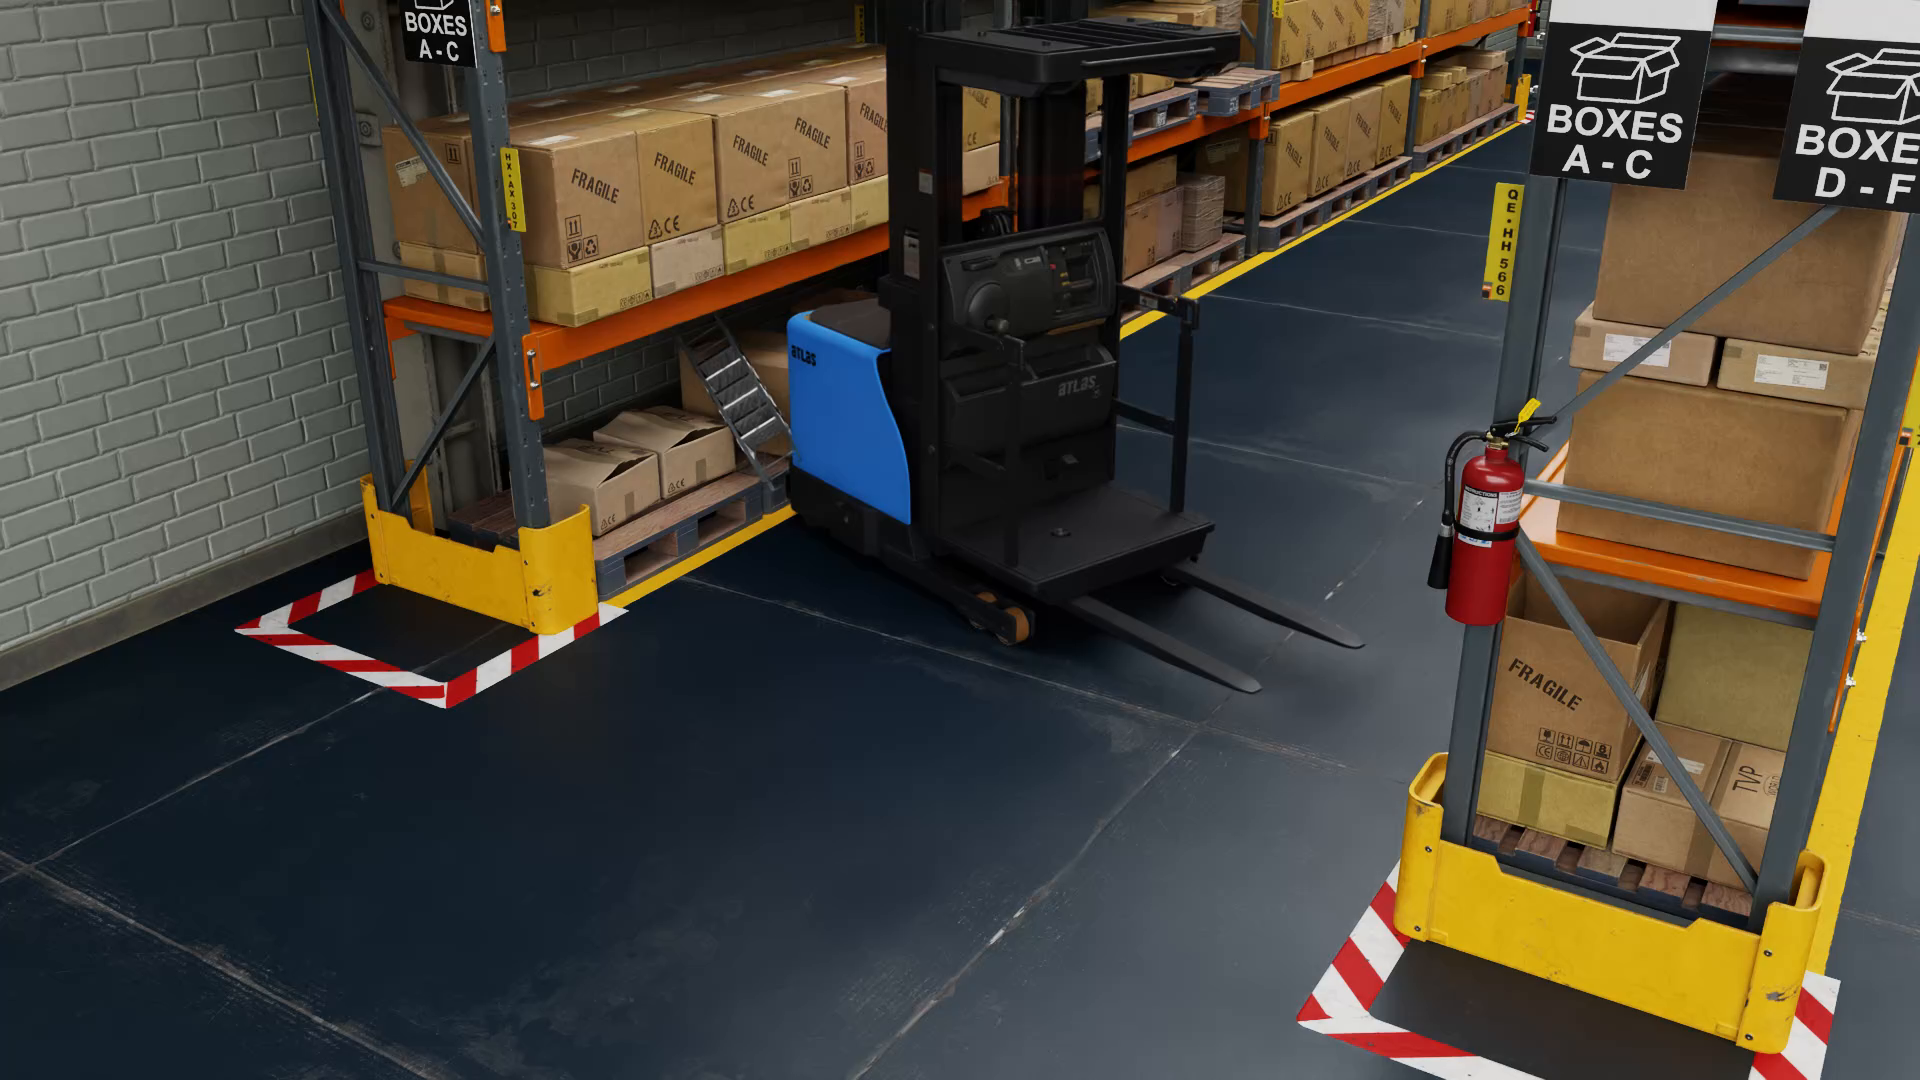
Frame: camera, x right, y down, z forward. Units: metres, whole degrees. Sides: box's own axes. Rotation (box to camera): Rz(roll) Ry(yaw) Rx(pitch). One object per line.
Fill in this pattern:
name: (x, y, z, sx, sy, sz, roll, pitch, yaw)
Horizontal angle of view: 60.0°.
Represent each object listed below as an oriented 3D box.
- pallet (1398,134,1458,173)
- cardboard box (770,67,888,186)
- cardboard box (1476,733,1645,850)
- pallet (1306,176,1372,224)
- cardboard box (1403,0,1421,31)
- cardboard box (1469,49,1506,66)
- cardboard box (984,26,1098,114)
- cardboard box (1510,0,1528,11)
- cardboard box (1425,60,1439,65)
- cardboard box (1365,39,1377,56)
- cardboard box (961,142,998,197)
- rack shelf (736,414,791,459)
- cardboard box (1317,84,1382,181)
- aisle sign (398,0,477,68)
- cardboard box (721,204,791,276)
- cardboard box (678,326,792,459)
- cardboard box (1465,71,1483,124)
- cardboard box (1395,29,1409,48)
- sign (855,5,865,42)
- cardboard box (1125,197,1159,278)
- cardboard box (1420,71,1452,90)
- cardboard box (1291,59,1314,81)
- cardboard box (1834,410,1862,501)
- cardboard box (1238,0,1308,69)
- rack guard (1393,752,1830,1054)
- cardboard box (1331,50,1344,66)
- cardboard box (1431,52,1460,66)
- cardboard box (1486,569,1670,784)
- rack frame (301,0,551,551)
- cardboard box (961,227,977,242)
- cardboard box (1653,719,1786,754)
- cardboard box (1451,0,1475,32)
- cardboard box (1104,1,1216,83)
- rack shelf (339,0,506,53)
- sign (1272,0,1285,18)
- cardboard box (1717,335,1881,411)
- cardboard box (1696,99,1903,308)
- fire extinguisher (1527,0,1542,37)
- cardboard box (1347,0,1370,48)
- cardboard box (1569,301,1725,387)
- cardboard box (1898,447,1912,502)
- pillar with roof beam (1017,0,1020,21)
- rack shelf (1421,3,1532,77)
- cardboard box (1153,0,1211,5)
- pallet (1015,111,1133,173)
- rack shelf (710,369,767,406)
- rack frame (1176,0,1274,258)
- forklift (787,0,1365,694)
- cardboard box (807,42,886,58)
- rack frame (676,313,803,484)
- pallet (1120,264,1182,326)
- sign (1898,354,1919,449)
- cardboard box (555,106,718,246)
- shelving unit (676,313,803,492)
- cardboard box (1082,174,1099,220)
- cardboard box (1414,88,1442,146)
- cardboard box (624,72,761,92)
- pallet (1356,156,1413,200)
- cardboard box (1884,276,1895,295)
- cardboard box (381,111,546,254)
pallet: (4.563, -4.115, 17.489, 1.003, 0.211, 1.213, 14, 27, 29)
cardboard box: (-0.645, -2.177, 8.722, 0.500, 0.500, 0.500, 13, 27, 27)
cardboard box: (2.007, 0.759, 5.653, 0.500, 0.250, 0.500, 14, 27, 29)
pallet: (3.109, -3.185, 15.341, 1.003, 0.211, 1.213, 14, 27, 29)
cardboard box: (4.066, -5.137, 15.815, 0.500, 0.500, 0.500, 13, 27, 28)
cardboard box: (6.008, -5.509, 19.001, 0.380, 0.149, 0.250, 14, 27, 28)
cardboard box: (0.473, -3.054, 10.848, 0.700, 0.500, 0.500, 17, 29, 34)
cardboard box: (5.944, -6.468, 19.037, 0.980, 0.700, 0.700, 15, 28, 31)
cardboard box: (5.016, -5.161, 18.197, 0.380, 0.149, 0.250, 13, 27, 28)
cardboard box: (3.594, -4.536, 15.244, 0.380, 0.149, 0.250, 14, 27, 29)
cardboard box: (-0.117, -2.171, 9.653, 0.500, 0.250, 0.500, 14, 27, 29)
rack shelf: (-0.983, -0.520, 8.386, 0.258, 0.077, 0.200, -32, -12, 0)
cardboard box: (3.396, -3.813, 15.460, 0.750, 0.750, 0.750, 15, 27, 31)
aisle sign: (-2.018, -2.210, 6.307, 0.394, 0.787, 0.004, 14, 27, 29)
cardboard box: (-1.172, -1.491, 8.083, 0.500, 0.250, 0.500, 13, 27, 28)
cardboard box: (-1.063, -0.803, 8.922, 0.700, 0.500, 0.500, 12, 26, 26)
cardboard box: (5.392, -4.954, 18.535, 0.700, 0.500, 0.500, 13, 27, 27)
cardboard box: (4.044, -4.784, 15.817, 0.380, 0.149, 0.250, 14, 27, 30)
sign: (-0.598, -3.100, 10.179, 0.100, 0.325, 0.005, 14, 27, 29)
cardboard box: (1.041, -2.282, 12.338, 0.700, 0.500, 0.500, 14, 27, 29)
cardboard box: (4.912, -4.806, 17.377, 0.380, 0.149, 0.250, 15, 28, 31)
cardboard box: (2.708, -3.916, 13.811, 0.380, 0.149, 0.250, 15, 27, 31)
cardboard box: (2.506, -0.446, 5.379, 0.700, 0.500, 0.500, 15, 27, 30)
cardboard box: (2.459, -4.106, 13.433, 0.500, 0.500, 0.500, 15, 27, 30)
rack guard: (1.963, 1.088, 5.107, 1.175, 0.500, 0.348, 14, 27, 29)
cardboard box: (3.155, -4.281, 14.653, 0.380, 0.149, 0.250, 14, 27, 29)
cardboard box: (5.418, -5.419, 18.793, 0.380, 0.149, 0.250, 14, 27, 29)
cardboard box: (2.006, 0.414, 5.505, 0.500, 0.500, 0.500, 14, 27, 29)
rack frame: (-2.235, -1.104, 7.024, 1.000, 3.000, 0.127, 14, 27, 29)
cardboard box: (0.249, -1.761, 11.134, 0.700, 0.500, 0.500, 15, 28, 31)
cardboard box: (2.708, 0.698, 5.794, 0.500, 0.250, 0.500, 14, 27, 29)
cardboard box: (4.785, -5.717, 17.302, 0.980, 0.700, 0.700, 13, 27, 28)
cardboard box: (1.474, -3.697, 12.334, 0.700, 0.500, 0.500, 11, 26, 24)
rack shelf: (-1.180, -2.825, 8.131, 1.077, 0.370, 4.000, 14, 27, 29)
sign: (2.451, -4.189, 12.792, 0.100, 0.325, 0.005, 14, 27, 29)
cardboard box: (2.365, -0.498, 4.682, 0.380, 0.149, 0.250, 14, 27, 29)
cardboard box: (2.533, -1.060, 5.164, 0.700, 0.500, 0.500, 13, 27, 28)
fire extinguisher: (6.677, -6.252, 19.482, 0.296, 0.674, 0.183, 14, 27, 29)
cardboard box: (3.274, -4.625, 14.633, 0.500, 0.500, 0.500, 15, 27, 30)
cardboard box: (2.015, -0.580, 4.871, 0.380, 0.149, 0.250, 13, 27, 28)
cardboard box: (4.509, -0.432, 8.405, 0.500, 0.250, 0.500, 13, 27, 28)
pillar with roof beam: (4.222, -5.398, 9.391, 9.100, 9.000, 0.400, 14, 27, 29)
rack shelf: (5.150, -5.499, 18.082, 1.077, 0.370, 4.000, 14, 27, 29)
cardboard box: (1.671, -4.115, 12.484, 0.380, 0.149, 0.250, 9, 25, 20)
pallet: (0.402, -2.593, 10.707, 1.003, 0.211, 1.213, 14, 27, 29)
rack shelf: (-1.123, -0.744, 8.442, 0.258, 0.077, 0.200, -32, -12, 0)
rack frame: (1.985, -3.804, 13.262, 1.000, 3.000, 0.127, 14, 27, 29)
forklift: (0.444, -1.111, 7.128, 1.130, 2.935, 3.031, -17, 29, -34)
cardboard box: (-0.550, -2.624, 9.755, 0.500, 0.500, 0.500, 13, 27, 28)
rack frame: (-1.104, -0.716, 8.331, 0.240, 0.900, 0.006, -32, -12, 0)
pallet: (0.927, -1.851, 12.260, 1.003, 0.211, 1.213, 14, 27, 29)
sign: (2.444, -0.382, 4.168, 0.100, 0.325, 0.005, 14, 27, 29)
cardboard box: (-1.459, -1.651, 7.509, 0.500, 0.500, 0.500, 14, 27, 29)
shelving unit: (-1.093, -0.697, 8.431, 0.258, 0.900, 0.210, -32, -12, 0)
cardboard box: (0.750, -2.431, 11.738, 0.500, 0.250, 0.500, 13, 27, 27)
cardboard box: (4.577, -4.431, 17.327, 0.700, 0.500, 0.500, 14, 27, 30)
cardboard box: (-1.358, -2.105, 8.557, 0.500, 0.500, 0.500, 14, 27, 30)
pallet: (3.752, -3.598, 16.296, 1.003, 0.211, 1.213, 14, 27, 29)
cardboard box: (2.770, -0.756, 5.279, 0.380, 0.149, 0.250, 13, 27, 28)
cardboard box: (-2.167, -1.592, 7.372, 0.500, 0.500, 0.500, 14, 27, 28)
